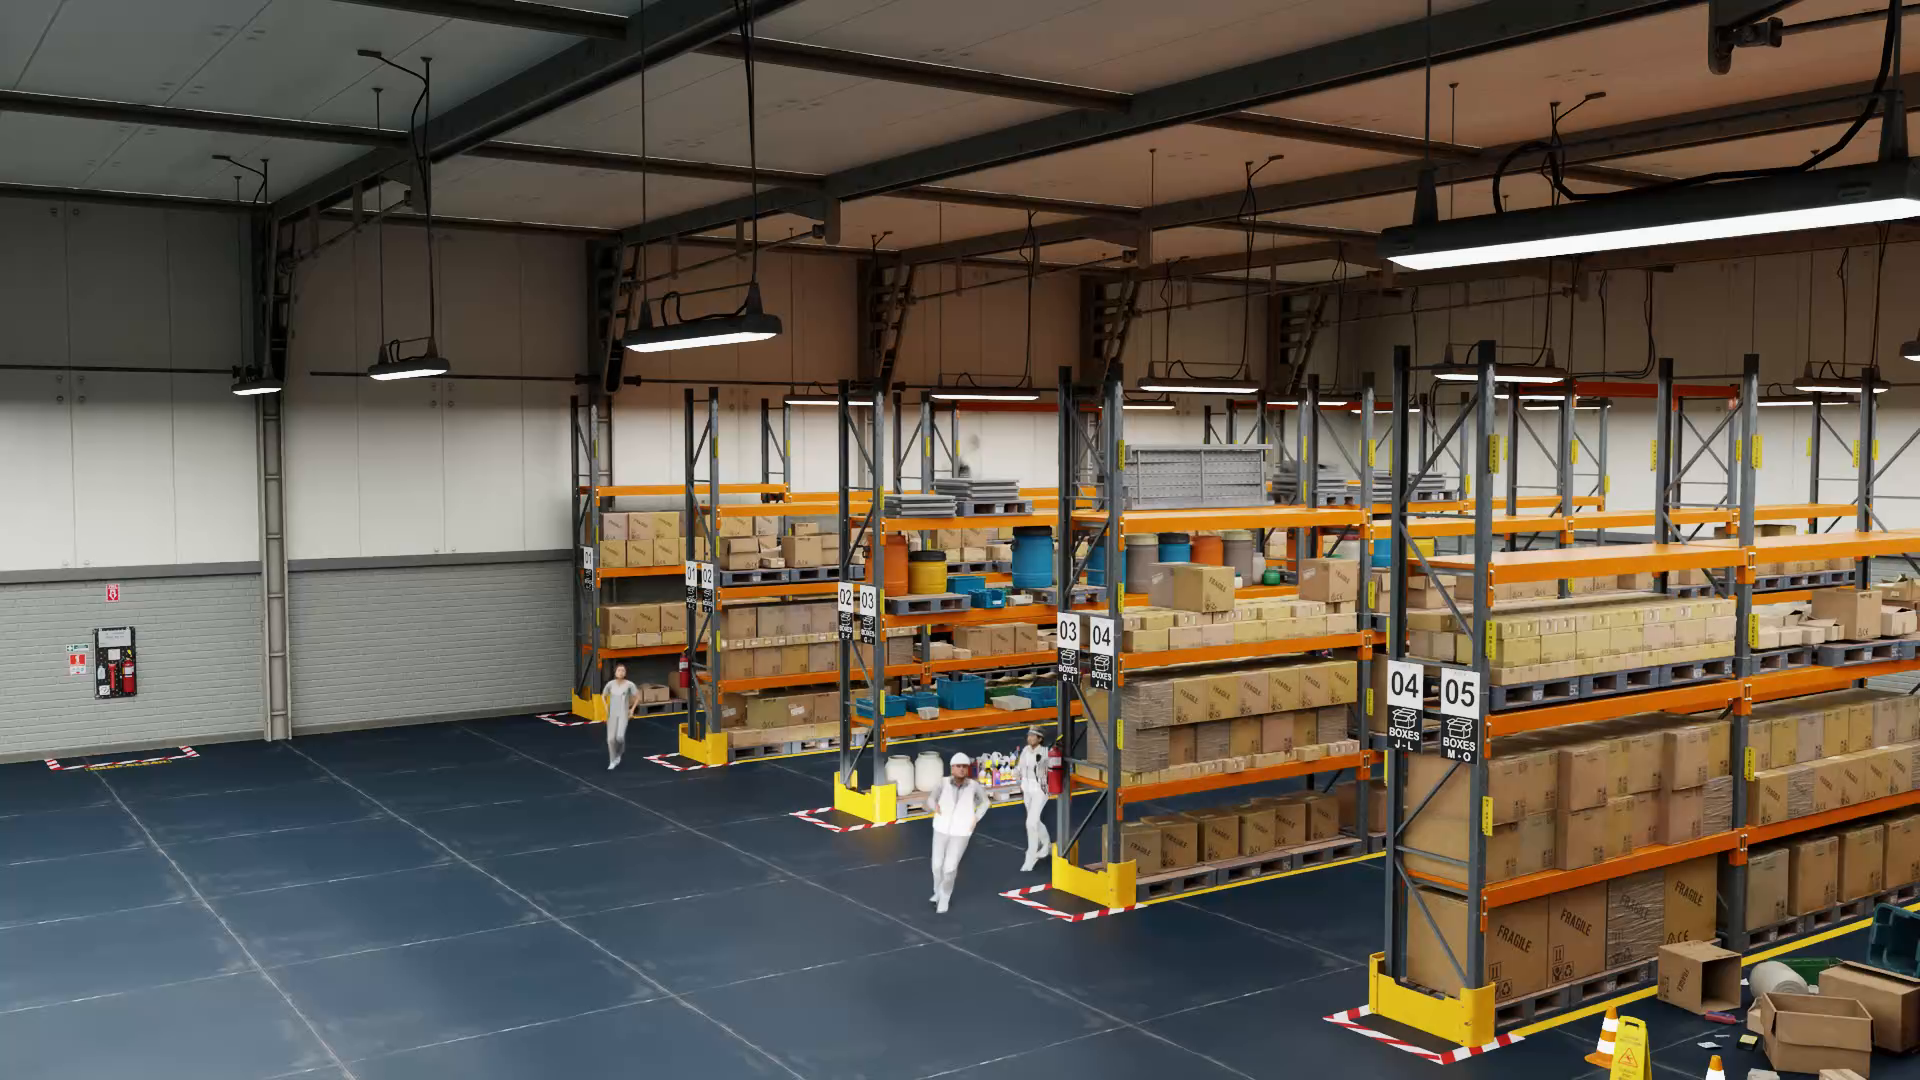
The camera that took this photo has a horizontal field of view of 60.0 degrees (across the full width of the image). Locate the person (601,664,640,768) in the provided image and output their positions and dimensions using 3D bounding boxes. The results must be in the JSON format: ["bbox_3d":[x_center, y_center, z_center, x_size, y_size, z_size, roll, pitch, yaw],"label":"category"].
[{"bbox_3d":[-5.368,2.778,26.157,0.591,1.645,0.494,0,3,0],"label":"person"}]

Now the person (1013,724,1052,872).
[{"bbox_3d":[0.923,3.103,20.190,0.702,1.768,0.609,-3,4,-40],"label":"person"}]

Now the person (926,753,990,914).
[{"bbox_3d":[-0.048,3.211,18.221,0.663,1.775,0.683,1,4,15],"label":"person"}]
